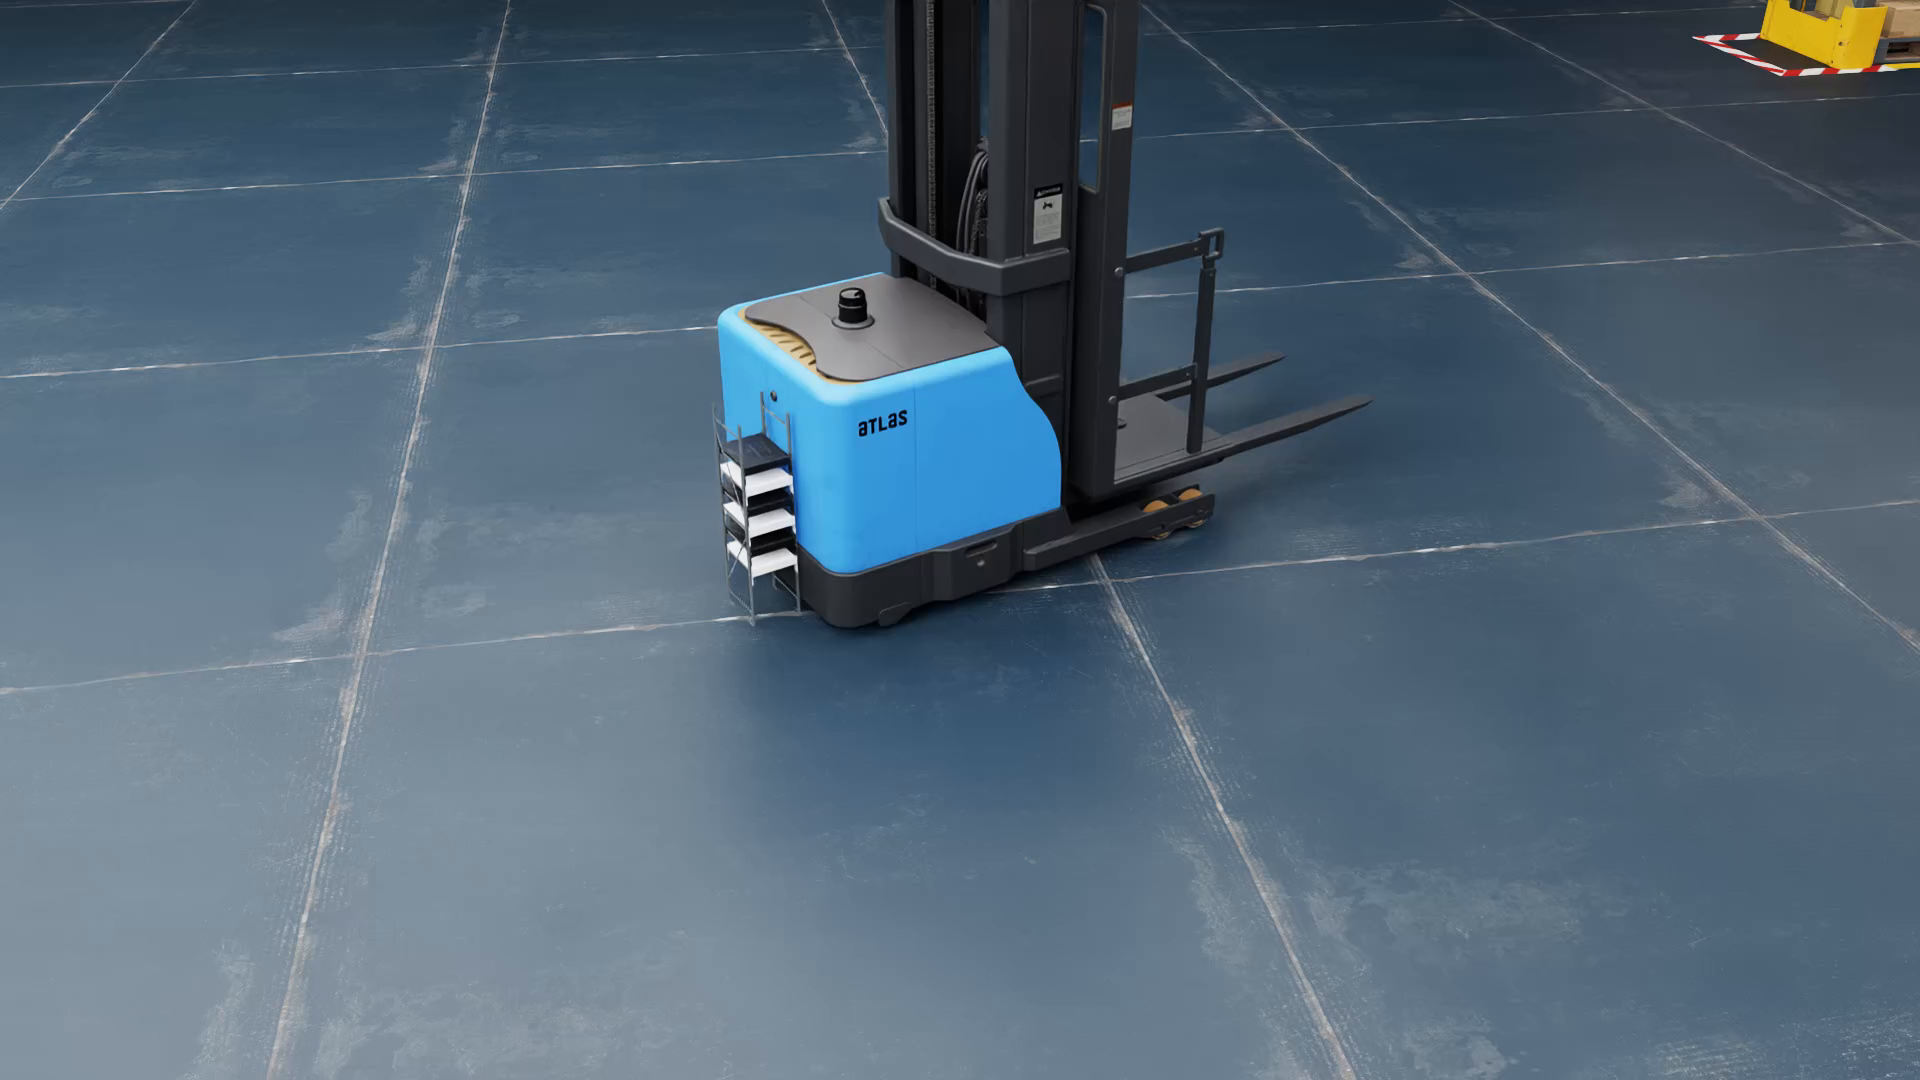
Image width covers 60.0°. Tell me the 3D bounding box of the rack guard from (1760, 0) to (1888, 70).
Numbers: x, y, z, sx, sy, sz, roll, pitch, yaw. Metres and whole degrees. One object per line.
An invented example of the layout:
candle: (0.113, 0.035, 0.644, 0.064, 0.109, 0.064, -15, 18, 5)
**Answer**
rack guard: (7.440, -4.472, 14.362, 0.348, 0.500, 1.175, -5, 31, -9)

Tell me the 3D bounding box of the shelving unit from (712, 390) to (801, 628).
shelving unit: (-0.797, -0.114, 6.556, 0.210, 0.900, 0.258, -18, 35, -28)

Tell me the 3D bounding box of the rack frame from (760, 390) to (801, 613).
rack frame: (-0.712, -0.142, 6.604, 0.006, 0.900, 0.240, -18, 35, -28)

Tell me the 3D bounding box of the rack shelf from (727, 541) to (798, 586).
rack shelf: (-0.797, 0.070, 6.665, 0.200, 0.077, 0.258, -18, 35, -28)

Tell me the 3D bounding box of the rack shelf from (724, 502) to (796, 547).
rack shelf: (-0.797, -0.086, 6.573, 0.200, 0.077, 0.258, -18, 35, -28)

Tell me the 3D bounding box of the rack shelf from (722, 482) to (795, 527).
rack shelf: (-0.797, -0.163, 6.528, 0.200, 0.077, 0.258, -18, 35, -28)

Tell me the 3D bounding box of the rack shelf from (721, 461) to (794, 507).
rack shelf: (-0.797, -0.241, 6.482, 0.200, 0.077, 0.258, -18, 35, -28)

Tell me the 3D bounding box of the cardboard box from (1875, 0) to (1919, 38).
cardboard box: (8.031, -4.485, 14.217, 0.500, 0.250, 0.500, -5, 31, -9)

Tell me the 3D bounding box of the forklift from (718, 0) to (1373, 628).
forklift: (0.522, -1.474, 6.865, 3.031, 2.935, 1.130, -18, 35, -28)

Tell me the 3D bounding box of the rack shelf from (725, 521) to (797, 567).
rack shelf: (-0.797, -0.008, 6.619, 0.200, 0.077, 0.258, -18, 35, -28)

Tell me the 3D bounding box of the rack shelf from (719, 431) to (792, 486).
rack shelf: (-0.797, -0.318, 6.437, 0.200, 0.077, 0.258, -18, 35, -28)

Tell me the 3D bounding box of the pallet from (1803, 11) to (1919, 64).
pallet: (8.208, -4.440, 14.593, 1.213, 0.211, 1.003, -5, 31, -9)

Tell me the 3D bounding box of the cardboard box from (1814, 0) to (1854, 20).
cardboard box: (7.938, -4.743, 14.656, 0.500, 0.250, 0.500, -5, 31, -9)

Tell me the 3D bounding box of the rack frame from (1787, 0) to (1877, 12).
rack frame: (7.463, -5.551, 13.732, 0.127, 3.000, 1.000, -5, 31, -9)

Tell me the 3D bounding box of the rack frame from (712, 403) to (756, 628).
rack frame: (-0.883, -0.086, 6.509, 0.006, 0.900, 0.240, -18, 35, -28)
